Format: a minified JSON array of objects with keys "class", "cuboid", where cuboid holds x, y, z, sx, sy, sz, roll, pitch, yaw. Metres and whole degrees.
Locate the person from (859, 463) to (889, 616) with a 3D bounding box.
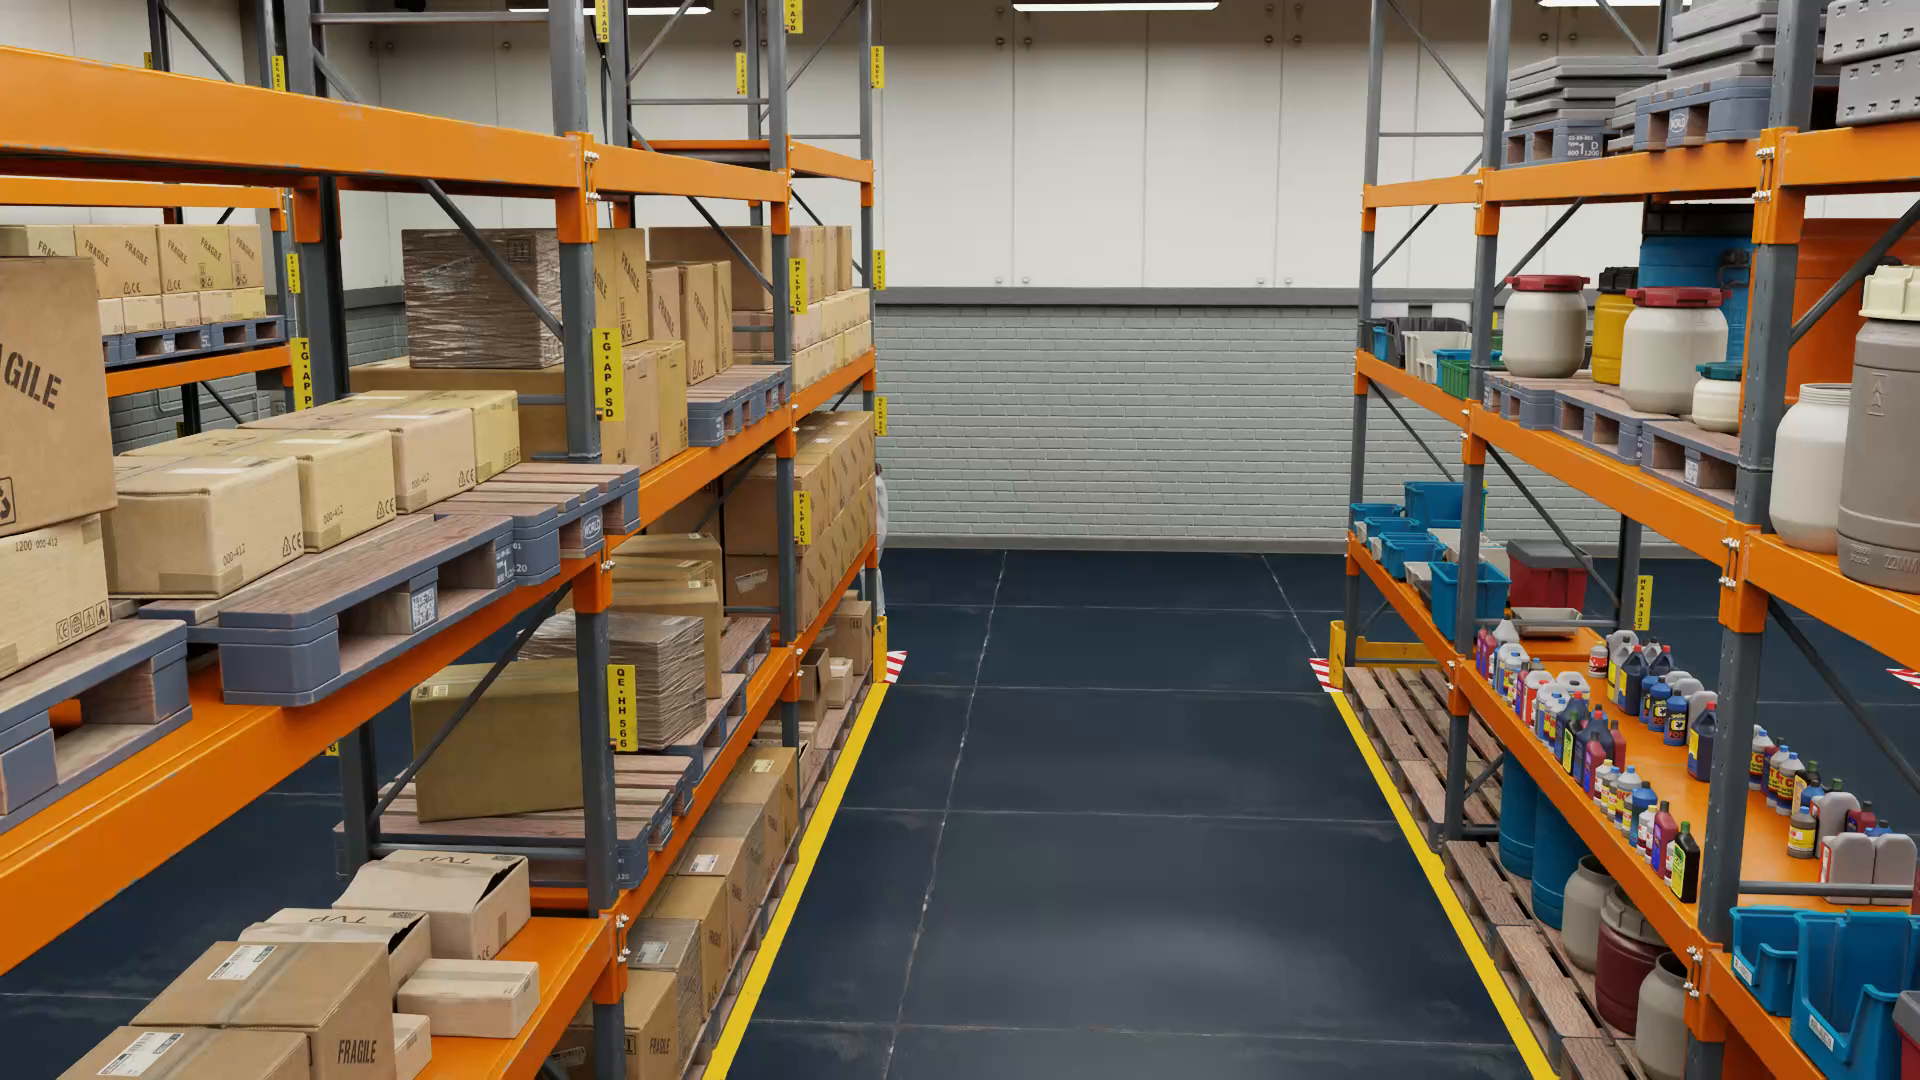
[{"class":"person","cuboid":[-0.876,-0.047,16.235,0.362,1.650,0.499,0,11,1]}]
